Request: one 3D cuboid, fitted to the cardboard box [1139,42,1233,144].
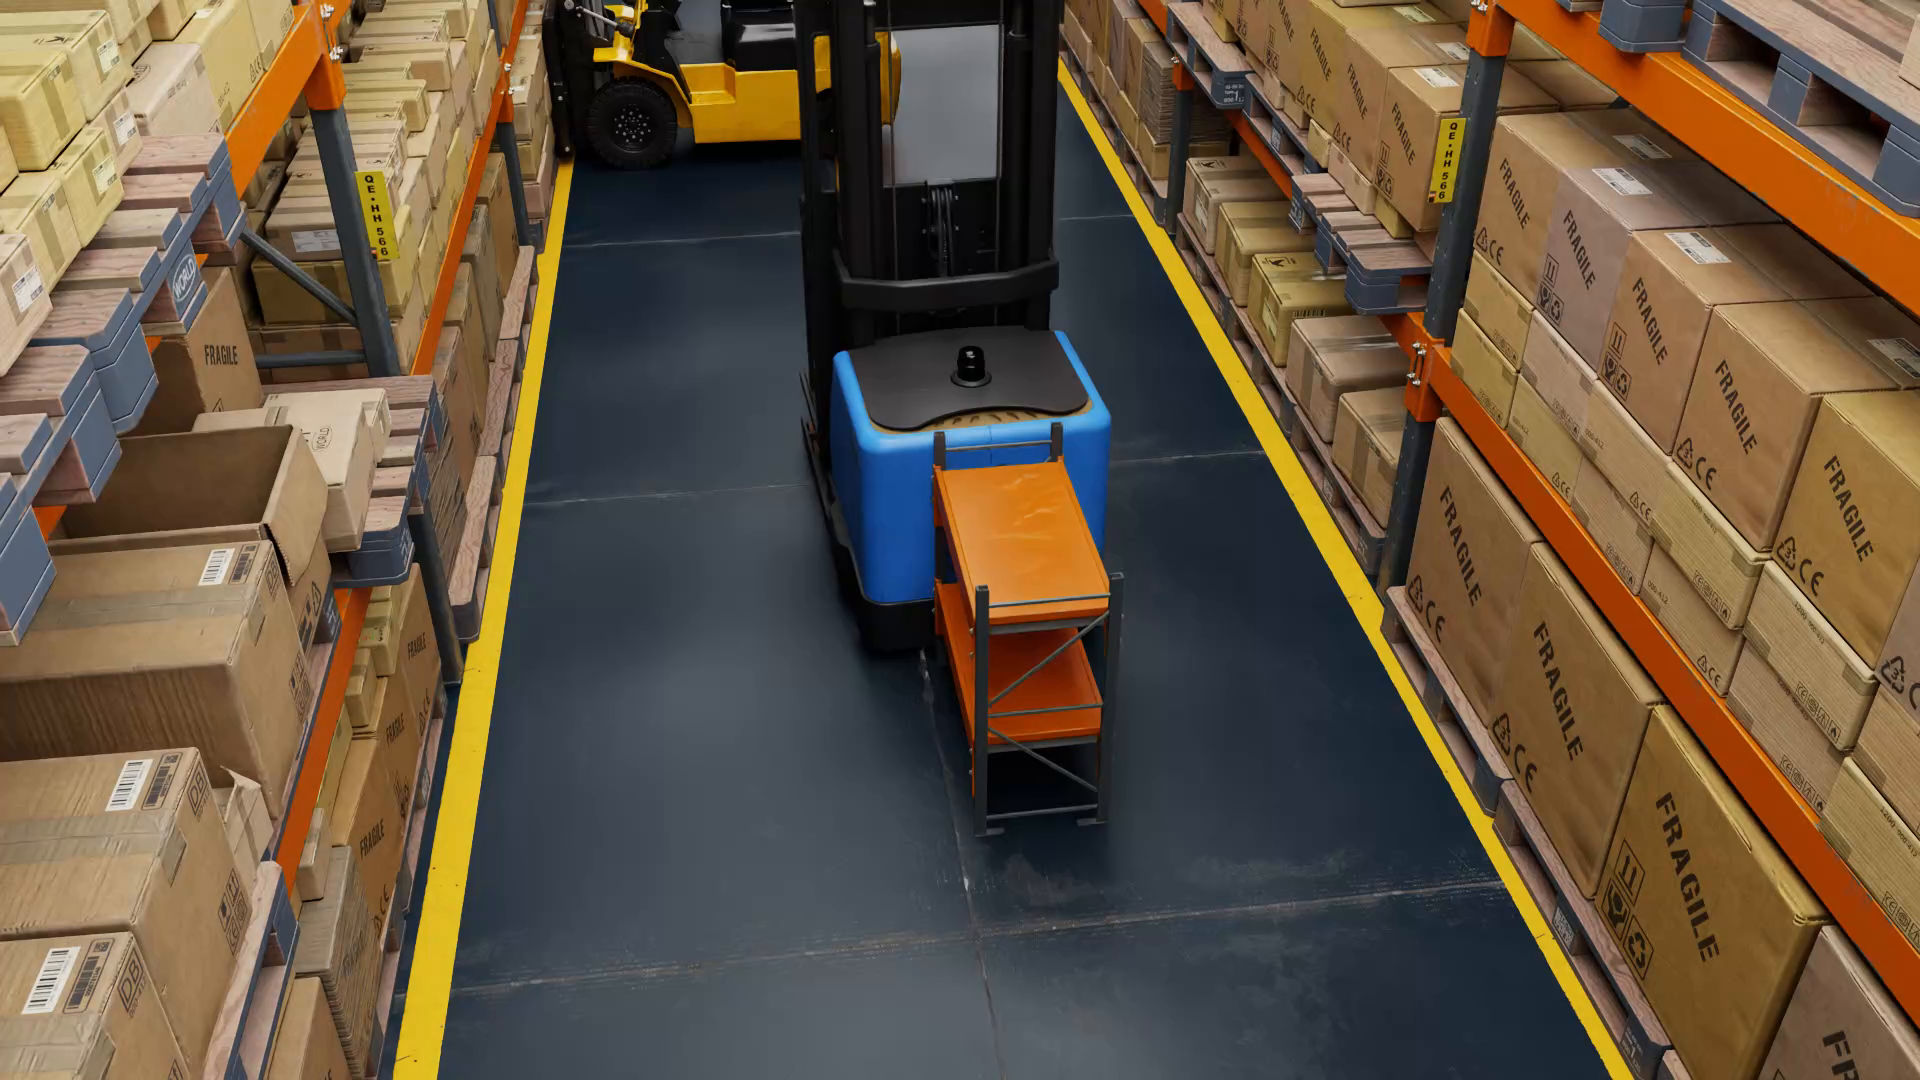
[{"bbox_3d":[1.471,-2.902,10.748,0.500,0.500,0.500,-5,35,-7],"label":"cardboard box"}]

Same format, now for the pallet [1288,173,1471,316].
[{"bbox_3d":[2.153,-1.323,7.198,1.213,0.211,1.003,-4,35,-6],"label":"pallet"}]

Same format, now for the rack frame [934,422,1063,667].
[{"bbox_3d":[0.149,0.038,6.696,0.500,1.125,0.032,-5,35,-7],"label":"rack frame"}]

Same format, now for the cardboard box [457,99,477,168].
[{"bbox_3d":[-2.665,-1.984,8.131,0.500,0.250,0.500,-4,34,-6],"label":"cardboard box"}]

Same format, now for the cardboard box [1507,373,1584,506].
[{"bbox_3d":[2.258,-0.374,5.768,0.500,0.250,0.500,-5,35,-8],"label":"cardboard box"}]

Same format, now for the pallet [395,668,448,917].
[{"bbox_3d":[-2.500,0.937,6.188,1.003,0.211,1.213,-4,35,-6],"label":"pallet"}]

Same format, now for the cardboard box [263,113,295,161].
[{"bbox_3d":[-2.988,-1.680,6.888,0.380,0.149,0.250,-5,35,-7],"label":"cardboard box"}]

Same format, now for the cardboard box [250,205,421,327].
[{"bbox_3d":[-2.356,-1.047,6.313,0.500,0.250,0.500,-4,35,-6],"label":"cardboard box"}]

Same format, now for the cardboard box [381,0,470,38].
[{"bbox_3d":[-2.635,-2.583,8.211,0.380,0.149,0.250,-5,35,-8],"label":"cardboard box"}]

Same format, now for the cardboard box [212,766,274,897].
[{"bbox_3d":[-1.832,0.675,3.842,0.396,0.266,0.258,-3,34,-4],"label":"cardboard box"}]

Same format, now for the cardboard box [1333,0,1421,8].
[{"bbox_3d":[1.855,-2.510,7.468,0.380,0.149,0.250,-6,35,-9],"label":"cardboard box"}]

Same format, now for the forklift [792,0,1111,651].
[{"bbox_3d":[-0.182,-1.571,7.453,1.130,2.935,3.031,-7,35,-10],"label":"forklift"}]

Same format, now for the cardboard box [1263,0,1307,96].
[{"bbox_3d":[1.796,-2.457,7.966,0.500,0.500,0.500,-6,35,-8],"label":"cardboard box"}]

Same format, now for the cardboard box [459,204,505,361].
[{"bbox_3d":[-2.923,-1.335,8.782,0.875,0.625,0.625,-5,35,-7],"label":"cardboard box"}]

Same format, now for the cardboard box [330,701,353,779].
[{"bbox_3d":[-2.196,0.664,5.383,0.380,0.149,0.250,-3,34,-5],"label":"cardboard box"}]

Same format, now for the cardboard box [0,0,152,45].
[{"bbox_3d":[-2.049,-1.207,3.708,0.380,0.149,0.250,-4,35,-6],"label":"cardboard box"}]

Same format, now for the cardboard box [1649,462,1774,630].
[{"bbox_3d":[2.357,-0.004,4.782,0.500,0.250,0.500,-4,34,-6],"label":"cardboard box"}]

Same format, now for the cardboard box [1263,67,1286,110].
[{"bbox_3d":[1.726,-2.253,8.243,0.380,0.149,0.250,-3,34,-5],"label":"cardboard box"}]

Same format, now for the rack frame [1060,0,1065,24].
[{"bbox_3d":[1.279,-5.477,13.123,1.000,3.000,0.127,-4,35,-6],"label":"rack frame"}]

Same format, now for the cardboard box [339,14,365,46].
[{"bbox_3d":[-3.230,-2.428,8.338,0.500,0.250,0.500,-5,35,-7],"label":"cardboard box"}]

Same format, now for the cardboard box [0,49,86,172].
[{"bbox_3d":[-1.872,-0.790,3.079,0.380,0.149,0.250,-4,34,-6],"label":"cardboard box"}]

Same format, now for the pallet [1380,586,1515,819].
[{"bbox_3d":[2.386,0.585,6.704,1.003,0.211,1.213,-4,35,-6],"label":"pallet"}]

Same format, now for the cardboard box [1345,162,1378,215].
[{"bbox_3d":[1.891,-1.529,7.180,0.380,0.149,0.250,-5,35,-7],"label":"cardboard box"}]

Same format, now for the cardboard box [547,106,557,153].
[{"bbox_3d":[-3.006,-2.767,11.215,0.500,0.250,0.500,-4,34,-6],"label":"cardboard box"}]

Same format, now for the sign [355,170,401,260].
[{"bbox_3d":[-2.027,-1.127,5.782,0.100,0.325,0.005,-4,35,-6],"label":"sign"}]

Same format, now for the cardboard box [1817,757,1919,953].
[{"bbox_3d":[2.515,0.766,4.096,0.500,0.250,0.500,-5,35,-7],"label":"cardboard box"}]

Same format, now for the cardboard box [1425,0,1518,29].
[{"bbox_3d":[2.368,-2.205,7.597,0.500,0.500,0.500,-4,34,-6],"label":"cardboard box"}]

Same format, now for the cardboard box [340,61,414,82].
[{"bbox_3d":[-2.629,-2.002,7.359,0.380,0.149,0.250,-4,35,-6],"label":"cardboard box"}]

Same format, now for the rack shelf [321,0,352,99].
[{"bbox_3d":[-2.832,-2.693,7.014,1.077,0.370,4.000,-4,35,-6],"label":"rack shelf"}]

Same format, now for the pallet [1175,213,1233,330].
[{"bbox_3d":[1.923,-1.658,9.996,1.003,0.211,1.213,-4,35,-6],"label":"pallet"}]

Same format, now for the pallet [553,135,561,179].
[{"bbox_3d":[-3.334,-2.844,11.736,1.003,0.211,1.213,-4,35,-6],"label":"pallet"}]

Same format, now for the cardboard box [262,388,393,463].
[{"bbox_3d":[-2.095,-0.367,5.475,0.380,0.149,0.250,-4,34,-5],"label":"cardboard box"}]

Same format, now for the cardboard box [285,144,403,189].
[{"bbox_3d":[-2.411,-1.435,6.527,0.380,0.149,0.250,-3,34,-5],"label":"cardboard box"}]

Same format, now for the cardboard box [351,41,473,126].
[{"bbox_3d":[-2.643,-2.185,7.981,0.500,0.250,0.500,-4,34,-5],"label":"cardboard box"}]

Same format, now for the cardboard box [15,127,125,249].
[{"bbox_3d":[-1.836,-0.662,3.156,0.380,0.149,0.250,-4,34,-5],"label":"cardboard box"}]

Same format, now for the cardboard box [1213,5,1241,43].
[{"bbox_3d":[1.603,-2.842,9.107,0.380,0.149,0.250,-4,34,-5],"label":"cardboard box"}]

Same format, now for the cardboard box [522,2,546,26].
[{"bbox_3d":[-3.055,-3.468,11.356,0.500,0.250,0.500,-5,35,-7],"label":"cardboard box"}]

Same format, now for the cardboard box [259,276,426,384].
[{"bbox_3d":[-2.381,-0.839,6.451,0.500,0.250,0.500,-4,35,-6],"label":"cardboard box"}]

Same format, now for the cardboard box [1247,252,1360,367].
[{"bbox_3d":[2.085,-1.251,8.883,0.950,0.372,0.625,-3,34,-5],"label":"cardboard box"}]

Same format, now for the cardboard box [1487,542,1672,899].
[{"bbox_3d":[2.481,0.581,5.747,0.875,0.875,0.875,-4,34,-6],"label":"cardboard box"}]

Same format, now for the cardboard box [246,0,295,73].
[{"bbox_3d":[-2.254,-1.544,4.822,0.500,0.250,0.500,-5,35,-8],"label":"cardboard box"}]

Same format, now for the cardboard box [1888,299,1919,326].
[{"bbox_3d":[2.882,-0.352,4.627,0.500,0.500,0.500,-5,35,-7],"label":"cardboard box"}]

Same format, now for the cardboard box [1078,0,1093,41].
[{"bbox_3d":[1.192,-4.049,12.430,0.500,0.500,0.500,-6,35,-8],"label":"cardboard box"}]

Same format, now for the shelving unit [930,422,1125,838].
[{"bbox_3d":[0.225,0.321,6.280,0.538,1.125,1.048,-5,35,-7],"label":"shelving unit"}]

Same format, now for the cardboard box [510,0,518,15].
[{"bbox_3d":[-2.989,-3.465,10.082,0.500,0.500,0.500,-4,34,-6],"label":"cardboard box"}]

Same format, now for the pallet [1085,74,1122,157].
[{"bbox_3d":[1.524,-3.147,12.181,1.003,0.211,1.213,-4,35,-6],"label":"pallet"}]

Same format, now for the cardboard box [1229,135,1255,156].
[{"bbox_3d":[2.005,-2.632,11.017,0.500,0.250,0.500,-6,35,-9],"label":"cardboard box"}]

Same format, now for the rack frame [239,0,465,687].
[{"bbox_3d":[-2.563,-0.635,6.018,1.000,3.000,0.127,-4,35,-6],"label":"rack frame"}]

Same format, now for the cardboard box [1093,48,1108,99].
[{"bbox_3d":[1.260,-3.454,12.224,0.500,0.250,0.500,-2,34,-3],"label":"cardboard box"}]

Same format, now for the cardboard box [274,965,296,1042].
[{"bbox_3d":[-2.048,1.244,4.531,0.380,0.149,0.250,-3,34,-5],"label":"cardboard box"}]

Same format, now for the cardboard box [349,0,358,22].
[{"bbox_3d":[-3.250,-2.671,8.341,0.380,0.149,0.250,-4,35,-7],"label":"cardboard box"}]

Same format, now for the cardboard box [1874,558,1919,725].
[{"bbox_3d":[2.507,0.246,3.748,0.500,0.500,0.500,-4,34,-5],"label":"cardboard box"}]

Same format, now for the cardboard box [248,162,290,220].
[{"bbox_3d":[-2.970,-1.294,6.675,0.500,0.250,0.500,-4,34,-6],"label":"cardboard box"}]

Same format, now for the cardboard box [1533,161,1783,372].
[{"bbox_3d":[2.255,-0.898,5.427,0.500,0.500,0.500,-4,35,-6],"label":"cardboard box"}]

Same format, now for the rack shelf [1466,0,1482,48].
[{"bbox_3d":[2.086,-3.071,7.568,1.077,0.370,4.000,-4,35,-6],"label":"rack shelf"}]

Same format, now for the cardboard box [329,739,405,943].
[{"bbox_3d":[-2.163,1.016,5.442,0.500,0.500,0.500,-3,34,-4],"label":"cardboard box"}]
